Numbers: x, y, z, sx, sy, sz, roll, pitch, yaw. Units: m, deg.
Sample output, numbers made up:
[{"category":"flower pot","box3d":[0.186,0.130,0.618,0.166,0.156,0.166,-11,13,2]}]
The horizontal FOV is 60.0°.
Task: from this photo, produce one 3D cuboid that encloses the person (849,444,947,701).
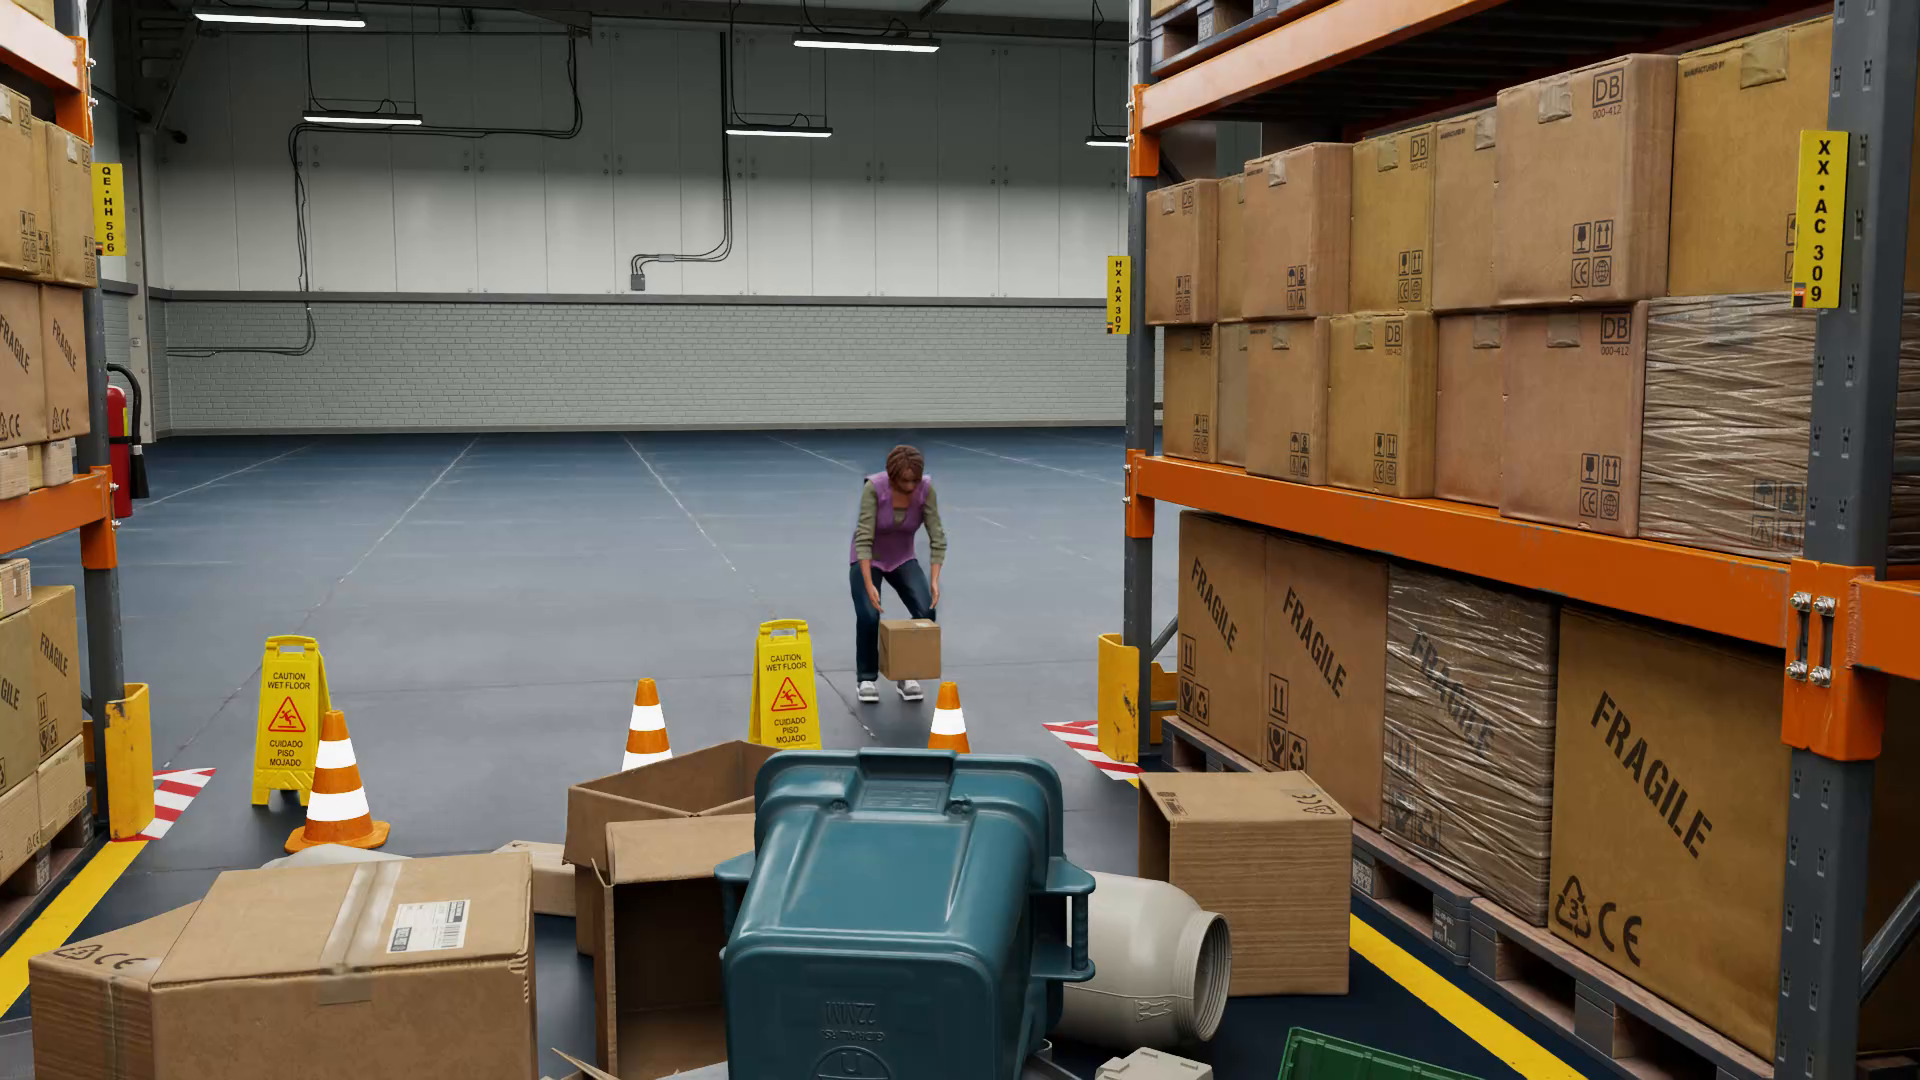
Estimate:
[{"category":"person","box3d":[-0.316,0.159,8.325,0.463,1.298,0.656,-2,7,-14]}]
